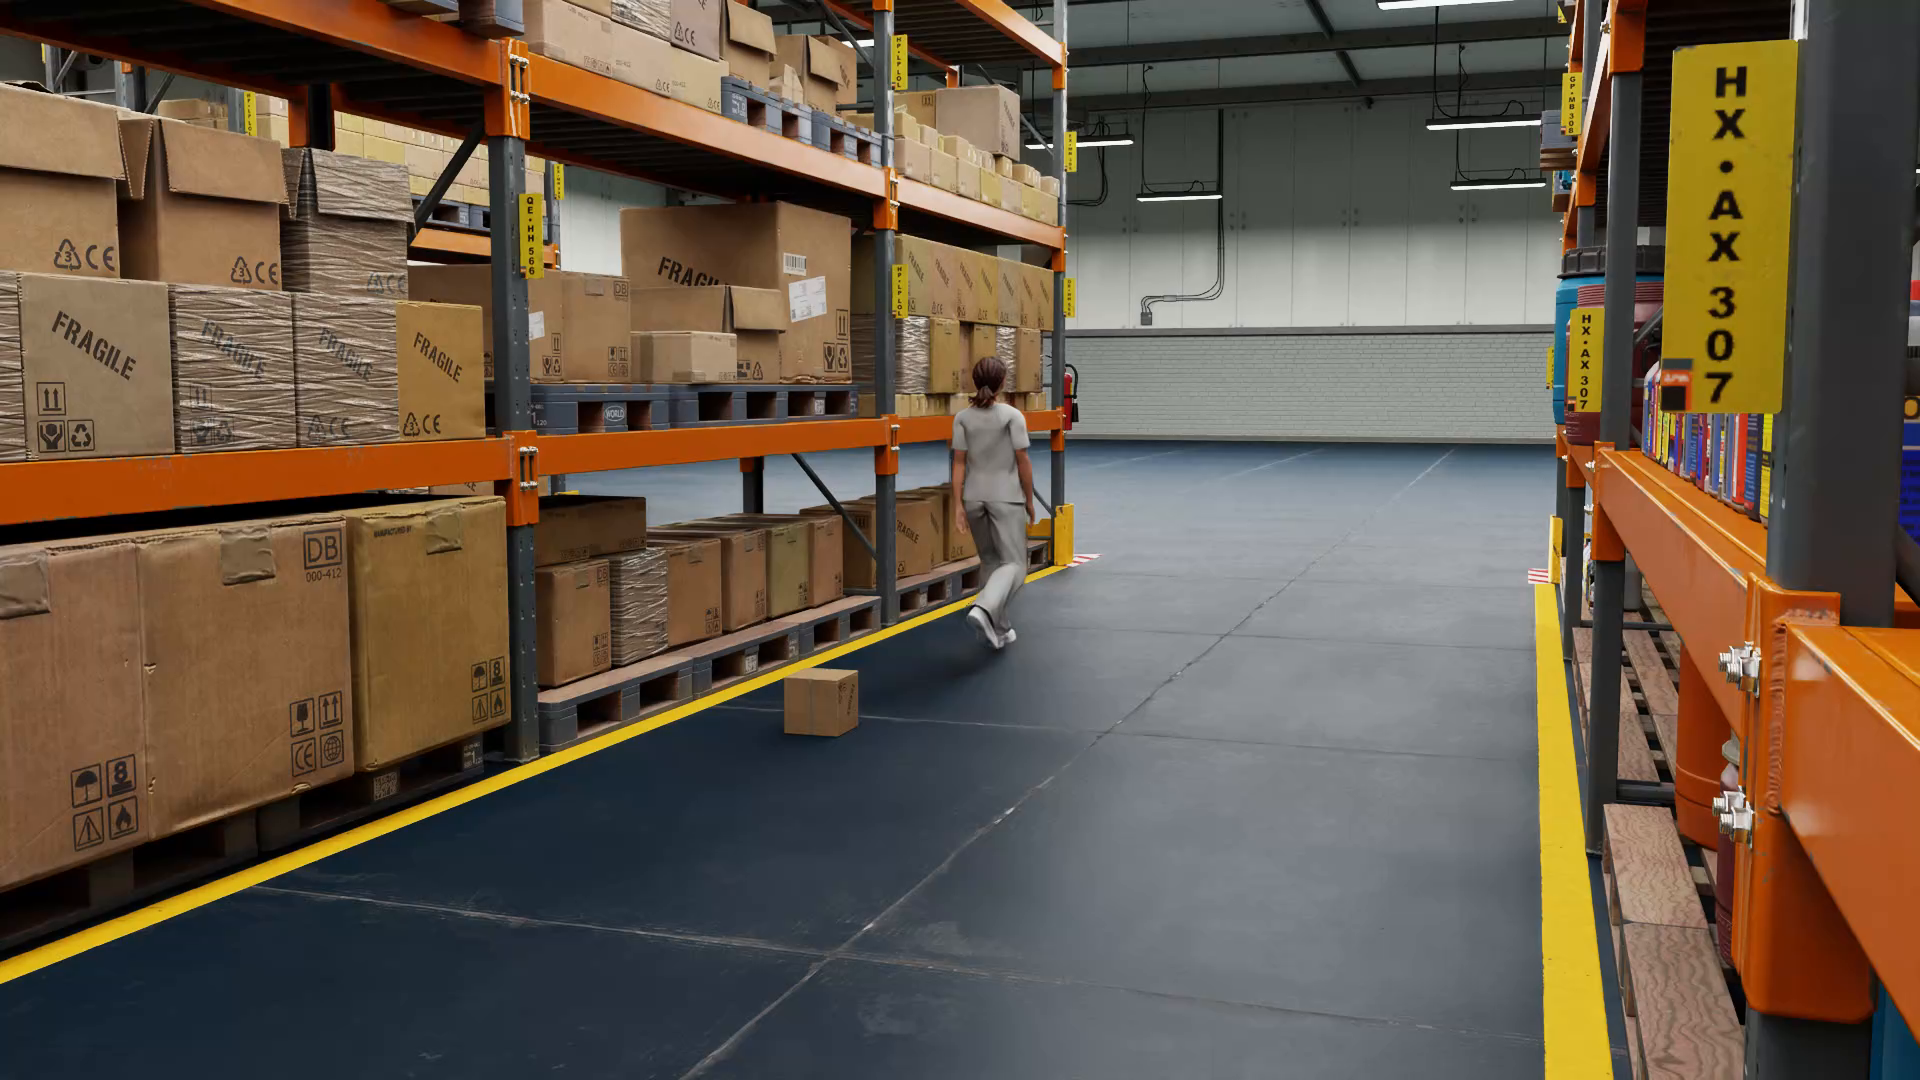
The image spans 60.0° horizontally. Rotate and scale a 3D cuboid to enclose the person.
[{"bbox_3d":[0.166,-0.190,9.154,0.438,1.635,0.872,2,6,24],"label":"person"}]
